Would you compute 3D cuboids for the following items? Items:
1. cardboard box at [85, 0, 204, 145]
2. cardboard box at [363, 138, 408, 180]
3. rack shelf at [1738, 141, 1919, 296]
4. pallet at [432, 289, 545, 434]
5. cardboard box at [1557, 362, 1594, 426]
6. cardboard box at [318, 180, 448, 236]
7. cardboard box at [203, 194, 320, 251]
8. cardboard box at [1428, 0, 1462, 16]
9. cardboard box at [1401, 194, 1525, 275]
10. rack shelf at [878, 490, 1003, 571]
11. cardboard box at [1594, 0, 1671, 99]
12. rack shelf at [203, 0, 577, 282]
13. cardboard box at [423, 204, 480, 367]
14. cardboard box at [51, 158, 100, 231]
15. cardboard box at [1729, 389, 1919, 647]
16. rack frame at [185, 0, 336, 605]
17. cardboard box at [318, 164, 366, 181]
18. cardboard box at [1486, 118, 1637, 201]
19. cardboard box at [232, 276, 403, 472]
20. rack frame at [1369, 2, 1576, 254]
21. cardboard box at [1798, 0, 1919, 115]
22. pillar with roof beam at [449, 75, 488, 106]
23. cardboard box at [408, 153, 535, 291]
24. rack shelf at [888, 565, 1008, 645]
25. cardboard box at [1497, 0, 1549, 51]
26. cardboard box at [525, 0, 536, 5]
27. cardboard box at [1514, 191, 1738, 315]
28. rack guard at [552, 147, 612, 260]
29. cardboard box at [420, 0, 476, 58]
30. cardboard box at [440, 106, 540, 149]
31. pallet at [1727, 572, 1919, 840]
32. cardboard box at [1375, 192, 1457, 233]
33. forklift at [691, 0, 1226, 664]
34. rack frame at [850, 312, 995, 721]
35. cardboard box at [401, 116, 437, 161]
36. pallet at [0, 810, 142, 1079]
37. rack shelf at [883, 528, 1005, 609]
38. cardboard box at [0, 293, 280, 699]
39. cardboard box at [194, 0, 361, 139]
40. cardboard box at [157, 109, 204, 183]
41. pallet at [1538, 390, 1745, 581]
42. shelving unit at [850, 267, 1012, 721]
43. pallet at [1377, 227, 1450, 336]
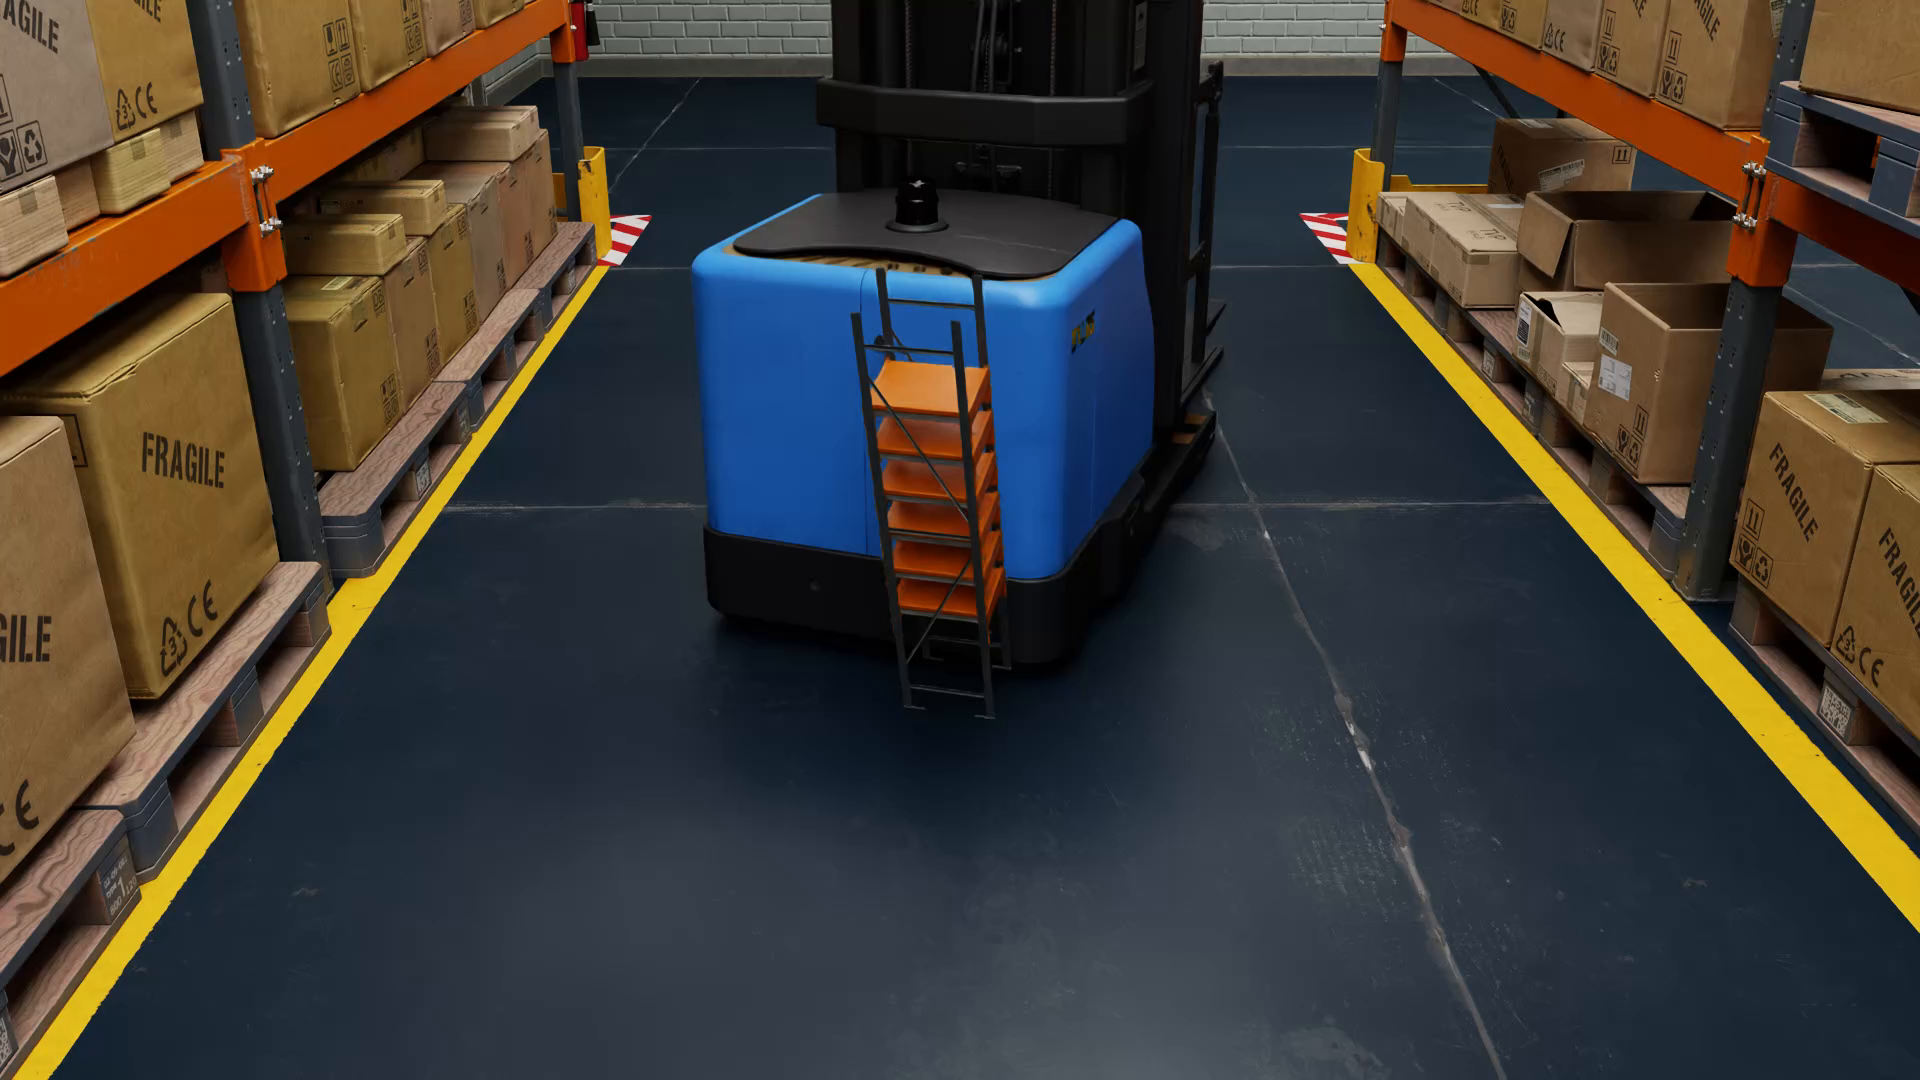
[{"bbox_3d":[-2.083,-1.183,3.719,0.500,0.500,0.500,-1,24,-1],"label":"cardboard box"},{"bbox_3d":[-2.466,-1.524,6.716,0.380,0.149,0.250,0,24,0],"label":"cardboard box"},{"bbox_3d":[2.635,-0.054,2.602,1.077,0.370,4.000,0,24,-1],"label":"rack shelf"},{"bbox_3d":[-2.287,-0.729,6.606,1.003,0.211,1.213,0,24,-1],"label":"pallet"},{"bbox_3d":[2.259,-0.495,5.630,0.380,0.149,0.250,0,24,-1],"label":"cardboard box"},{"bbox_3d":[-2.073,-1.196,5.990,0.380,0.149,0.250,-1,24,-2],"label":"cardboard box"},{"bbox_3d":[-2.454,-1.104,5.787,0.380,0.149,0.250,-1,24,-2],"label":"cardboard box"},{"bbox_3d":[2.321,-2.503,7.023,0.500,0.500,0.500,0,24,-1],"label":"cardboard box"},{"bbox_3d":[2.297,-1.370,7.442,0.500,0.250,0.500,0,24,-1],"label":"cardboard box"},{"bbox_3d":[-0.045,-0.036,3.970,0.258,0.103,0.180,6,42,14],"label":"rack shelf"},{"bbox_3d":[2.344,-1.669,5.178,0.500,0.500,0.500,0,24,1],"label":"cardboard box"},{"bbox_3d":[-2.362,-1.678,6.194,1.077,0.370,4.000,0,24,-1],"label":"rack shelf"},{"bbox_3d":[-2.252,-0.961,6.260,0.700,0.500,0.500,0,24,1],"label":"cardboard box"},{"bbox_3d":[-2.070,-0.728,3.500,0.380,0.149,0.250,0,24,1],"label":"cardboard box"},{"bbox_3d":[2.374,-0.067,4.257,0.500,0.500,0.500,-1,24,-3],"label":"cardboard box"},{"bbox_3d":[-2.341,-1.182,4.223,1.000,3.000,0.127,0,24,-1],"label":"rack frame"},{"bbox_3d":[-2.460,-1.314,6.252,0.380,0.149,0.250,-1,24,-2],"label":"cardboard box"},{"bbox_3d":[2.821,-1.693,7.852,0.500,0.500,0.500,0,24,-1],"label":"cardboard box"},{"bbox_3d":[-2.246,-0.543,5.334,0.700,0.500,0.500,0,24,0],"label":"cardboard box"},{"bbox_3d":[2.569,-2.854,7.920,1.000,3.000,0.127,0,24,-1],"label":"rack frame"},{"bbox_3d":[2.394,-1.246,3.735,0.700,0.500,0.500,-9,26,-18],"label":"cardboard box"},{"bbox_3d":[1.026,-6.692,9.125,9.100,9.000,0.400,0,24,-1],"label":"pillar with roof beam"},{"bbox_3d":[-2.271,-1.388,7.204,0.700,0.500,0.500,0,24,-1],"label":"cardboard box"},{"bbox_3d":[-0.027,0.146,4.125,0.258,0.103,0.180,6,42,14],"label":"rack shelf"},{"bbox_3d":[2.328,-2.090,6.110,0.500,0.500,0.500,0,24,0],"label":"cardboard box"},{"bbox_3d":[-2.369,-2.757,7.341,0.980,0.700,0.700,1,24,2],"label":"cardboard box"},{"bbox_3d":[2.587,-1.043,6.411,0.797,0.503,0.637,0,24,-1],"label":"cardboard box"},{"bbox_3d":[-2.384,-1.701,8.405,1.175,0.500,0.348,0,24,-1],"label":"rack guard"},{"bbox_3d":[-2.350,-2.143,5.984,0.980,0.700,0.700,-1,24,-3],"label":"cardboard box"},{"bbox_3d":[-2.093,-1.838,7.411,0.380,0.149,0.250,-1,24,-1],"label":"cardboard box"},{"bbox_3d":[2.660,0.400,4.110,1.003,0.211,1.213,0,24,-1],"label":"pallet"},{"bbox_3d":[2.230,-1.581,8.032,0.380,0.149,0.250,0,24,-1],"label":"cardboard box"},{"bbox_3d":[0.267,-1.592,5.213,1.130,2.935,3.031,8,26,18],"label":"forklift"},{"bbox_3d":[-0.071,-0.011,3.875,0.240,1.200,0.006,6,42,14],"label":"rack frame"},{"bbox_3d":[-2.471,-1.732,7.176,0.380,0.149,0.250,0,24,0],"label":"cardboard box"},{"bbox_3d":[-2.241,0.910,2.981,1.003,0.211,1.213,0,24,-1],"label":"pallet"},{"bbox_3d":[-0.036,0.055,4.048,0.258,0.103,0.180,6,42,14],"label":"rack shelf"},{"bbox_3d":[-2.203,-0.127,3.989,0.750,0.750,0.750,0,24,0],"label":"cardboard box"},{"bbox_3d":[-2.330,-1.542,4.656,0.980,0.700,0.700,0,24,0],"label":"cardboard box"},{"bbox_3d":[-2.054,-0.939,3.966,0.380,0.149,0.250,0,24,0],"label":"cardboard box"},{"bbox_3d":[2.606,-0.218,5.476,1.003,0.211,1.213,0,24,-1],"label":"pallet"},{"bbox_3d":[-0.048,-0.070,3.942,0.258,1.200,0.189,6,42,14],"label":"shelving unit"},{"bbox_3d":[2.580,-1.223,7.699,1.003,0.211,1.213,0,24,-1],"label":"pallet"}]
